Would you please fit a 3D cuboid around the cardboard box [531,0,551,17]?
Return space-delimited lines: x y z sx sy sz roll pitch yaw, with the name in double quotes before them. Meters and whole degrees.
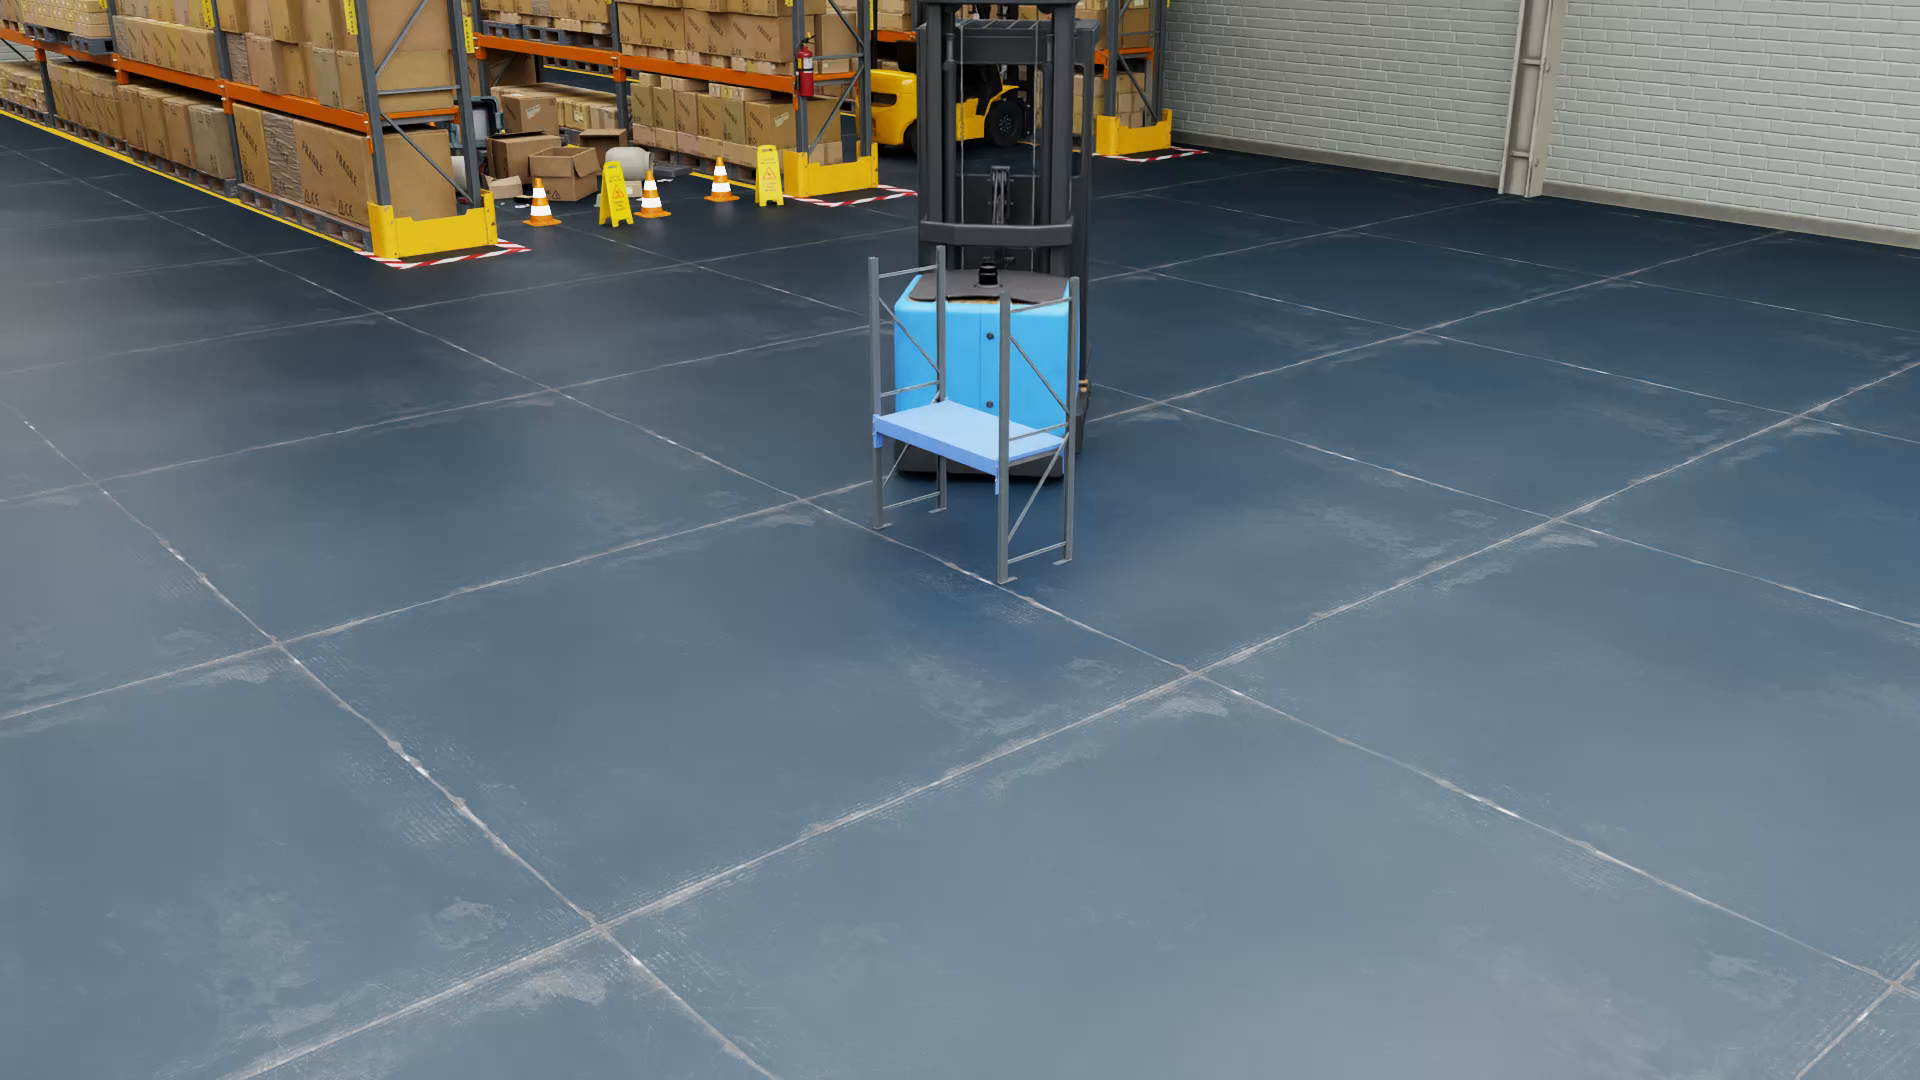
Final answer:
"cardboard box" -5.529 -7.440 22.746 0.500 0.500 0.500 -19 28 -39

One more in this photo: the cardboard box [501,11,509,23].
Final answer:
"cardboard box" -6.291 -7.438 23.630 0.380 0.149 0.250 -20 29 -41

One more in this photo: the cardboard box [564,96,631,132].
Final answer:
"cardboard box" -4.870 -5.875 22.899 0.950 0.372 0.625 -15 26 -34

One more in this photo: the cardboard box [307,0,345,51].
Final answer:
"cardboard box" -5.769 -5.064 16.114 0.875 0.550 0.550 -17 27 -37

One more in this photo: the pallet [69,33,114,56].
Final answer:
"pallet" -10.895 -6.542 21.837 1.213 0.211 1.003 -17 27 -37

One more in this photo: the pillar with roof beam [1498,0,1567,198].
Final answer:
"pillar with roof beam" 3.198 -7.156 14.916 9.100 9.000 0.400 -17 27 -37

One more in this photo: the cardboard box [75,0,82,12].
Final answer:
"cardboard box" -11.179 -6.912 21.471 0.380 0.149 0.250 -18 28 -38

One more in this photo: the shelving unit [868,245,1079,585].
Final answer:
"shelving unit" 0.056 -0.675 8.650 0.538 1.500 1.048 -17 27 -37

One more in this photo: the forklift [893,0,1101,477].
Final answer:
"forklift" 0.308 -2.232 10.663 1.130 2.935 3.031 3 22 7

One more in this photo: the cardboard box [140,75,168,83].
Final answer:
"cardboard box" -10.616 -6.089 22.240 0.500 0.250 0.500 -19 28 -40

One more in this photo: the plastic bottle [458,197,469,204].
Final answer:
"plastic bottle" -5.485 -3.828 18.673 0.133 0.061 0.283 12 24 27

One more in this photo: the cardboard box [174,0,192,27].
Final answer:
"cardboard box" -8.734 -6.284 19.407 0.700 0.500 0.500 -17 27 -37

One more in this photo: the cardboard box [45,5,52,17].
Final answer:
"cardboard box" -12.191 -7.202 22.621 0.380 0.149 0.250 -18 28 -38

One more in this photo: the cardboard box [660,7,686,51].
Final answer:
"cardboard box" -3.315 -6.283 20.368 0.500 0.500 0.500 -18 28 -38

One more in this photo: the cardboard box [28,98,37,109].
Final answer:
"cardboard box" -13.802 -6.610 25.080 0.380 0.149 0.250 -19 28 -39

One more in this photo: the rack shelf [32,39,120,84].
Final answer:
"rack shelf" -11.655 -6.678 22.906 1.077 0.370 4.000 -17 27 -37

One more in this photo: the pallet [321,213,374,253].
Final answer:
"pallet" -5.708 -3.153 16.746 1.003 0.211 1.213 -17 27 -37

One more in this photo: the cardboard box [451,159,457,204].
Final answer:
"cardboard box" -5.947 -4.007 18.527 0.500 0.500 0.500 -12 25 -28

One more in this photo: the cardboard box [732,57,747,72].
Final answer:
"cardboard box" -2.441 -5.575 19.449 0.380 0.149 0.250 -17 27 -37

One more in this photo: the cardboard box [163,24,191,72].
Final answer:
"cardboard box" -8.941 -5.761 19.443 0.500 0.500 0.500 -17 27 -37

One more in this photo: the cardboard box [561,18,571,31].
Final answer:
"cardboard box" -5.122 -6.925 22.321 0.380 0.149 0.250 -17 27 -37

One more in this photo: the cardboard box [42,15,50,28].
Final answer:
"cardboard box" -12.376 -7.140 22.870 0.380 0.149 0.250 -19 28 -40

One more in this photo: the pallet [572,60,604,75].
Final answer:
"pallet" -6.766 -9.183 32.140 1.003 0.211 1.213 -17 27 -37

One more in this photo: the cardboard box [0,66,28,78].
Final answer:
"cardboard box" -14.923 -7.393 26.265 0.380 0.149 0.250 -19 28 -40

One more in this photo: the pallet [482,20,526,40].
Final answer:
"pallet" -6.119 -7.405 24.041 1.213 0.211 1.003 -17 27 -37

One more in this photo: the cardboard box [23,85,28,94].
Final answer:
"cardboard box" -14.051 -6.883 25.370 0.380 0.149 0.250 -17 27 -36

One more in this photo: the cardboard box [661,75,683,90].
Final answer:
"cardboard box" -3.501 -5.710 20.726 0.380 0.149 0.250 -16 27 -35

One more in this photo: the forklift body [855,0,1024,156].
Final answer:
"forklift body" -0.305 -6.333 22.204 2.313 2.155 1.214 -17 27 -37

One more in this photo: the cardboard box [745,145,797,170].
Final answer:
"cardboard box" -2.190 -4.537 19.649 0.500 0.250 0.500 -18 27 -38

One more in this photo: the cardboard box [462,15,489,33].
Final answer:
"cardboard box" -7.192 -7.674 24.670 0.500 0.250 0.500 -19 28 -39

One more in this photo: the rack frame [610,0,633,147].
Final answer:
"rack frame" -4.054 -6.561 21.622 1.000 3.000 0.127 -17 27 -37

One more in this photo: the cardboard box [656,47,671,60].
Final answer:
"cardboard box" -3.556 -6.081 20.740 0.380 0.149 0.250 -16 27 -36

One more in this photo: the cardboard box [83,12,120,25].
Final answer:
"cardboard box" -11.017 -6.705 21.351 0.380 0.149 0.250 -17 27 -36

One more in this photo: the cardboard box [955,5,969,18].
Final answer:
"cardboard box" 0.148 -7.466 23.795 0.500 0.500 0.500 -17 27 -37

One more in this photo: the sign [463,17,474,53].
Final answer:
"sign" -4.703 -4.820 15.882 0.100 0.325 0.005 -17 27 -37

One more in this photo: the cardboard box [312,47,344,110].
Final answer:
"cardboard box" -5.779 -4.558 16.303 0.875 0.550 0.550 -17 27 -37

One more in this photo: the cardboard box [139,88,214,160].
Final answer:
"cardboard box" -9.447 -5.178 20.599 1.050 0.750 0.750 -17 27 -37

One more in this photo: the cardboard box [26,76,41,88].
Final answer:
"cardboard box" -13.754 -6.875 24.941 0.380 0.149 0.250 -18 28 -38

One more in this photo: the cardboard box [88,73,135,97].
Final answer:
"cardboard box" -11.332 -6.104 22.279 0.500 0.250 0.500 -17 27 -37

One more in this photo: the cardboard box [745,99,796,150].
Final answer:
"cardboard box" -2.164 -4.880 19.496 0.500 0.500 0.500 -17 27 -37

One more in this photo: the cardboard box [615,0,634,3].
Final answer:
"cardboard box" -3.931 -7.039 20.925 0.700 0.500 0.500 -18 28 -38

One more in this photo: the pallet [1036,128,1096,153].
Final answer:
"pallet" 1.784 -5.542 22.843 1.003 0.211 1.213 -17 27 -37

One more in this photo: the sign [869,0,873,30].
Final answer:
"sign" -1.032 -5.988 18.973 0.100 0.325 0.005 -17 27 -37

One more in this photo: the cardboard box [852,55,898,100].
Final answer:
"cardboard box" -1.146 -7.191 25.912 0.875 0.625 0.625 -18 28 -38

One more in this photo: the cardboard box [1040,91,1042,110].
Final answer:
"cardboard box" 1.441 -5.988 22.668 0.500 0.250 0.500 -18 28 -38

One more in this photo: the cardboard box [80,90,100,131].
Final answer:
"cardboard box" -11.670 -5.898 22.780 0.500 0.500 0.500 -19 28 -40

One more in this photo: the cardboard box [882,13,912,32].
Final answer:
"cardboard box" -0.823 -7.751 24.866 0.500 0.250 0.500 -17 27 -36

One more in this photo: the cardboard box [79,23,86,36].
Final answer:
"cardboard box" -11.180 -6.634 21.578 0.380 0.149 0.250 -18 27 -38

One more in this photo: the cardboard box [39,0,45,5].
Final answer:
"cardboard box" -12.371 -7.415 22.756 0.380 0.149 0.250 -18 28 -38

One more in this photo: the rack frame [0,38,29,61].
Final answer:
"rack frame" -15.571 -8.670 27.007 1.000 3.000 0.127 -17 27 -37
